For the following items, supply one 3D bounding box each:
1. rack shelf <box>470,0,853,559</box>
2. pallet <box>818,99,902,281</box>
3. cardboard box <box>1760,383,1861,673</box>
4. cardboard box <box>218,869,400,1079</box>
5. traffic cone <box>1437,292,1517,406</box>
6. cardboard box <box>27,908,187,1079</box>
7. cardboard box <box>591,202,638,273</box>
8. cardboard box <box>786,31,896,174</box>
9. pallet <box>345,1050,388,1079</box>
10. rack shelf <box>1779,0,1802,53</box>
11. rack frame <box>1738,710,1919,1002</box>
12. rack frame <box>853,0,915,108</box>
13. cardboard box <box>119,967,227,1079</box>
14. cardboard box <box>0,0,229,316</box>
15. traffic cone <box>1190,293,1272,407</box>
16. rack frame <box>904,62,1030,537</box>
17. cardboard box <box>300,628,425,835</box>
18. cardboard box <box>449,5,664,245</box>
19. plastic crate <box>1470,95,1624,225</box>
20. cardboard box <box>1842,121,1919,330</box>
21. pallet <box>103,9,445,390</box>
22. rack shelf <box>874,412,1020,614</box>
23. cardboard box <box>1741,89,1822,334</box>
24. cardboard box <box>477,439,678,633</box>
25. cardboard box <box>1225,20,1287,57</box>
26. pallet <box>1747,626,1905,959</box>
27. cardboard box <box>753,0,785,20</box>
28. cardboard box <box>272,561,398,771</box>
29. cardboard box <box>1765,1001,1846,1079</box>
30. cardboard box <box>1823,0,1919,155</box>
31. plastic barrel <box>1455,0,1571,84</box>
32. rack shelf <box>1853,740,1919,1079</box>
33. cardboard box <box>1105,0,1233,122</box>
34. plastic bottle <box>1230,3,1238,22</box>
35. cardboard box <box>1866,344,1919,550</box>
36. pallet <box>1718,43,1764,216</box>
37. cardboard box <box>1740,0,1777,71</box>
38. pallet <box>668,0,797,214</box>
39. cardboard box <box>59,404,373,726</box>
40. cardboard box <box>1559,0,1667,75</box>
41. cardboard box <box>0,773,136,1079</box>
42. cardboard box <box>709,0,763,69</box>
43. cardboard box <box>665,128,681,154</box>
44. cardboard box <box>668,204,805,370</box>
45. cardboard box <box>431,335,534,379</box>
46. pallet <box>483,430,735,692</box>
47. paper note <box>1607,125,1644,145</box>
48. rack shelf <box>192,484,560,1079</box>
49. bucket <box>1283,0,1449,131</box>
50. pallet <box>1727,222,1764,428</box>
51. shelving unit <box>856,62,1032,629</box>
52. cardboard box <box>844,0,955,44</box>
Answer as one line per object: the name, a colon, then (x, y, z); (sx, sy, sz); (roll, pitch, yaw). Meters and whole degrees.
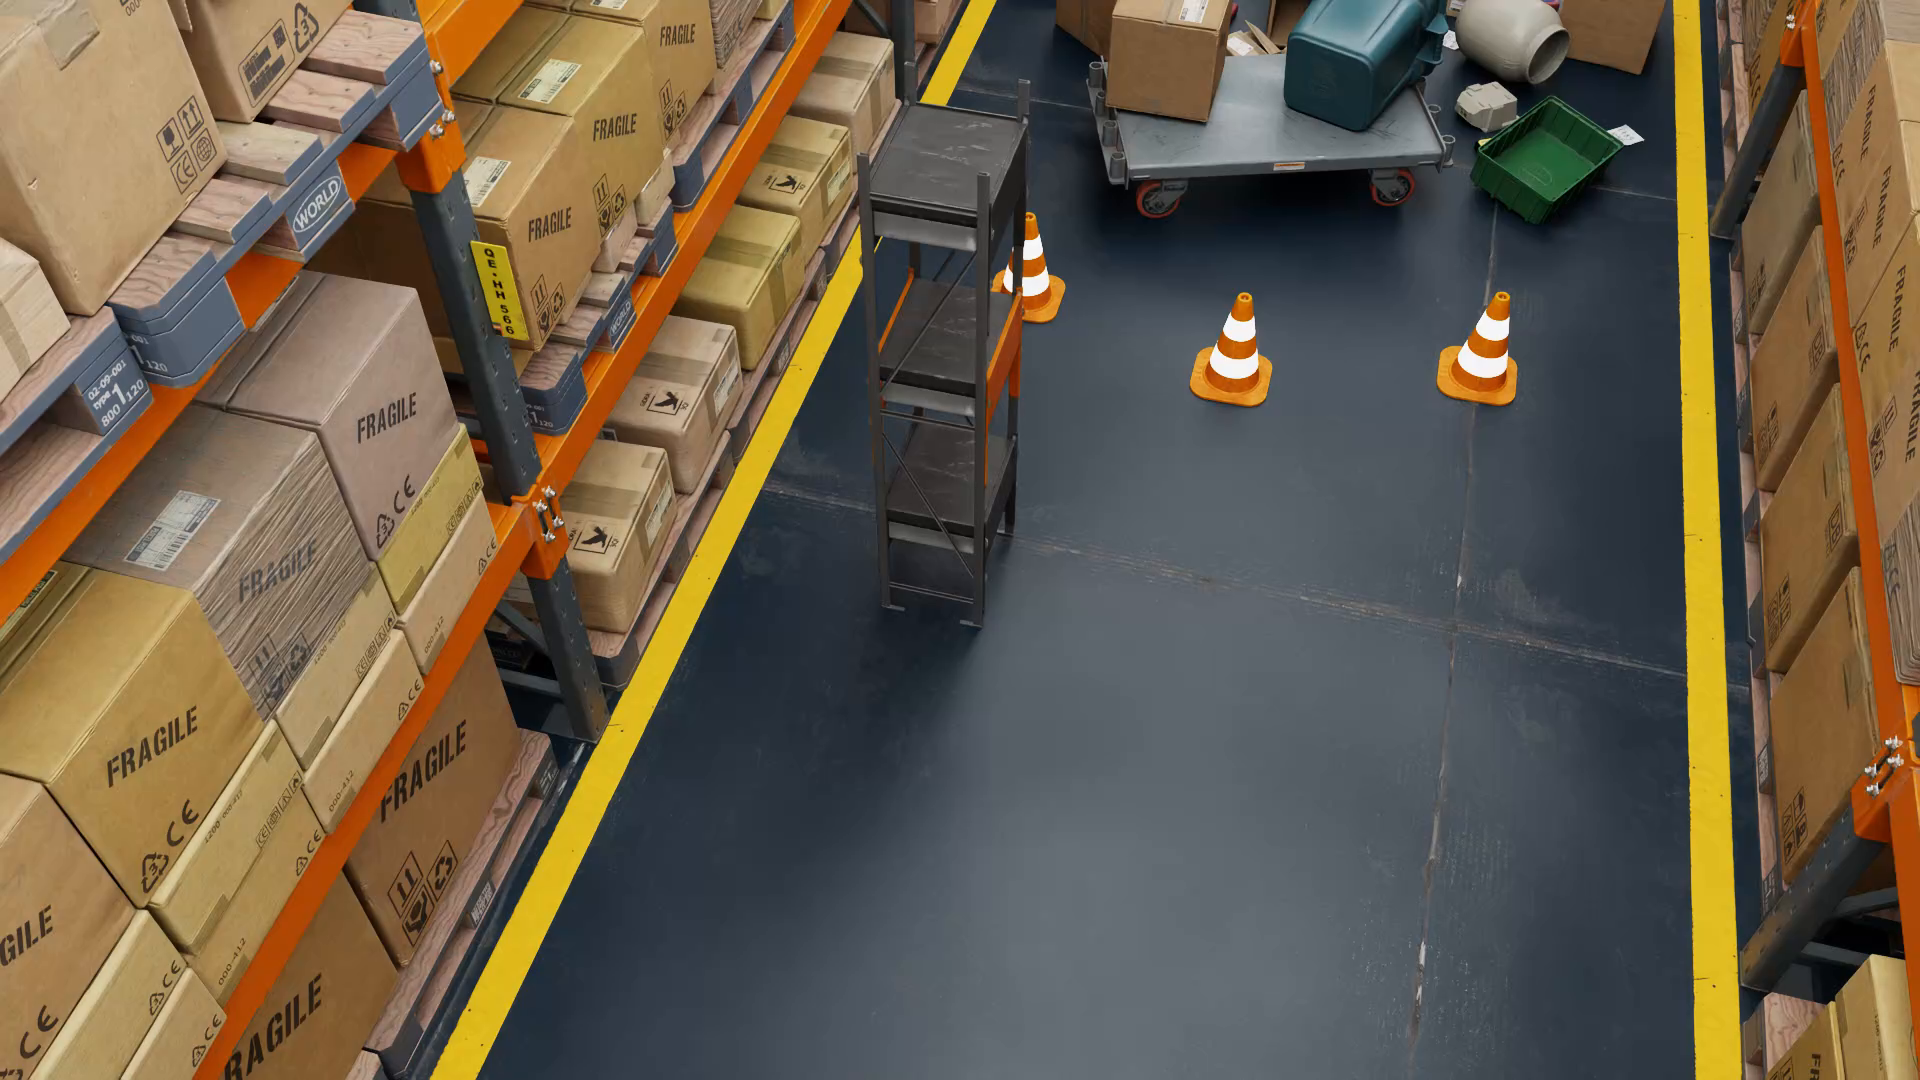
rack shelf: (-1.250, -1.601, 6.561); (1.077, 0.370, 4.000); (12, 50, 10)
pallet: (-0.927, -1.799, 8.116); (1.003, 0.211, 1.213); (12, 50, 10)
cardboard box: (3.500, 0.061, 5.835); (1.050, 0.750, 0.750); (12, 50, 11)
cardboard box: (-2.277, 1.299, 4.659); (0.875, 0.875, 0.875); (12, 50, 10)
traffic cone: (2.269, -0.870, 7.128); (0.336, 0.463, 0.334); (12, 50, 10)
cardboard box: (-2.041, 1.014, 3.540); (0.500, 0.250, 0.500); (10, 49, 9)
cardboard box: (-1.288, -1.033, 5.468); (0.380, 0.149, 0.250); (9, 49, 8)
cardboard box: (-0.859, -2.175, 8.061); (0.950, 0.372, 0.625); (12, 50, 11)
pallet: (-2.380, 1.965, 4.793); (1.003, 0.211, 1.213); (12, 50, 10)
rack shelf: (4.605, -3.591, 8.317); (1.077, 0.370, 4.000); (12, 50, 10)
rack frame: (3.026, 0.511, 4.217); (1.000, 3.000, 0.127); (12, 50, 10)
rack frame: (-0.723, -3.286, 7.568); (1.000, 3.000, 0.127); (12, 50, 10)
cardboard box: (-2.033, 1.182, 3.725); (0.500, 0.250, 0.500); (11, 49, 9)
cardboard box: (-1.854, -0.803, 3.030); (0.700, 0.500, 0.500); (9, 49, 8)
traffic cone: (1.189, -0.866, 7.124); (0.336, 0.463, 0.334); (12, 50, 10)
rack frame: (0.021, -0.752, 5.932); (0.400, 2.100, 0.015); (12, 50, 10)
cardboard box: (-1.778, 0.447, 4.374); (0.500, 0.250, 0.500); (12, 50, 11)
cardboard box: (-1.304, -1.321, 5.289); (0.500, 0.500, 0.500); (14, 50, 12)
plastic crate: (2.861, -1.855, 8.142); (0.662, 0.188, 0.450); (-37, 68, -28)
cardboard box: (3.280, -0.994, 5.479); (0.500, 0.500, 0.500); (12, 50, 11)
pallet: (-1.895, -0.846, 3.540); (1.213, 0.211, 1.003); (14, 50, 12)
rack shelf: (-0.044, -0.103, 6.311); (0.431, 0.518, 0.480); (12, 50, 10)
cardboard box: (4.002, -1.310, 7.045); (1.050, 0.750, 0.750); (11, 50, 10)
cardboard box: (-1.618, -0.068, 6.201); (0.950, 0.372, 0.625); (9, 49, 7)
cardboard box: (1.562, -2.547, 8.739); (0.258, 0.266, 0.396); (-19, 51, -16)
pallet: (3.306, 0.879, 5.753); (1.003, 0.211, 1.213); (12, 50, 10)
cardboard box: (-0.875, -2.180, 6.479); (0.380, 0.149, 0.250); (12, 50, 10)
cardboard box: (-1.790, 0.264, 4.202); (0.500, 0.250, 0.500); (10, 49, 9)
cardboard box: (2.594, 1.661, 4.589); (0.500, 0.500, 0.500); (10, 49, 8)
cardboard box: (3.548, -1.722, 6.122); (0.500, 0.500, 0.500); (12, 50, 10)
plastic barrel: (2.897, -2.653, 8.728); (0.421, 0.421, 0.512); (-27, 54, -22)
rack shelf: (2.499, 2.196, 3.210); (1.077, 0.370, 4.000); (12, 50, 10)
cardboard box: (1.002, -2.380, 7.930); (0.500, 0.500, 0.500); (12, 50, 10)
plastic bottle: (1.425, -2.877, 9.167); (0.133, 0.061, 0.283); (19, 51, 16)
cardboard box: (3.018, -0.261, 4.832); (0.500, 0.500, 0.500); (12, 50, 10)
pallet: (4.354, -1.994, 8.288); (1.003, 0.211, 1.213); (12, 50, 10)
cardboard box: (4.545, -2.912, 8.375); (0.875, 0.875, 0.875); (12, 50, 10)
pallet: (-1.295, -1.769, 6.357); (1.003, 0.211, 1.213); (12, 50, 10)
cardboard box: (-1.787, 0.042, 3.898); (0.500, 0.500, 0.500); (12, 50, 11)
cardboard box: (3.497, -2.881, 8.876); (0.500, 0.500, 0.500); (19, 51, 16)
cardboard box: (-2.064, 0.765, 3.260); (0.500, 0.500, 0.500); (11, 49, 9)
cardboard box: (-1.032, -2.067, 5.947); (0.500, 0.500, 0.500); (10, 49, 9)
cardboard box: (-1.208, -1.418, 5.807); (0.380, 0.149, 0.250); (14, 50, 12)
cardboard box: (-1.226, -1.151, 7.157); (0.950, 0.372, 0.625); (13, 50, 11)
cardboard box: (-1.511, -0.647, 5.126); (0.380, 0.149, 0.250); (9, 49, 8)
pallet: (-1.569, -0.035, 6.559); (1.003, 0.211, 1.213); (12, 50, 10)
paper note: (3.382, -2.065, 8.470); (0.147, 0.020, 0.142); (-19, 51, -16)
rack shelf: (-2.303, 1.292, 4.007); (1.077, 0.370, 4.000); (12, 50, 10)
bucket: (1.890, -2.355, 7.916); (0.726, 0.611, 0.620); (28, 64, 22)
pallet: (3.948, -0.886, 7.310); (1.003, 0.211, 1.213); (12, 50, 10)
shelving unit: (-0.044, -0.575, 5.776); (0.431, 2.100, 0.503); (12, 50, 10)
cardboard box: (-0.308, -2.888, 8.771); (0.500, 0.250, 0.500); (10, 49, 8)
